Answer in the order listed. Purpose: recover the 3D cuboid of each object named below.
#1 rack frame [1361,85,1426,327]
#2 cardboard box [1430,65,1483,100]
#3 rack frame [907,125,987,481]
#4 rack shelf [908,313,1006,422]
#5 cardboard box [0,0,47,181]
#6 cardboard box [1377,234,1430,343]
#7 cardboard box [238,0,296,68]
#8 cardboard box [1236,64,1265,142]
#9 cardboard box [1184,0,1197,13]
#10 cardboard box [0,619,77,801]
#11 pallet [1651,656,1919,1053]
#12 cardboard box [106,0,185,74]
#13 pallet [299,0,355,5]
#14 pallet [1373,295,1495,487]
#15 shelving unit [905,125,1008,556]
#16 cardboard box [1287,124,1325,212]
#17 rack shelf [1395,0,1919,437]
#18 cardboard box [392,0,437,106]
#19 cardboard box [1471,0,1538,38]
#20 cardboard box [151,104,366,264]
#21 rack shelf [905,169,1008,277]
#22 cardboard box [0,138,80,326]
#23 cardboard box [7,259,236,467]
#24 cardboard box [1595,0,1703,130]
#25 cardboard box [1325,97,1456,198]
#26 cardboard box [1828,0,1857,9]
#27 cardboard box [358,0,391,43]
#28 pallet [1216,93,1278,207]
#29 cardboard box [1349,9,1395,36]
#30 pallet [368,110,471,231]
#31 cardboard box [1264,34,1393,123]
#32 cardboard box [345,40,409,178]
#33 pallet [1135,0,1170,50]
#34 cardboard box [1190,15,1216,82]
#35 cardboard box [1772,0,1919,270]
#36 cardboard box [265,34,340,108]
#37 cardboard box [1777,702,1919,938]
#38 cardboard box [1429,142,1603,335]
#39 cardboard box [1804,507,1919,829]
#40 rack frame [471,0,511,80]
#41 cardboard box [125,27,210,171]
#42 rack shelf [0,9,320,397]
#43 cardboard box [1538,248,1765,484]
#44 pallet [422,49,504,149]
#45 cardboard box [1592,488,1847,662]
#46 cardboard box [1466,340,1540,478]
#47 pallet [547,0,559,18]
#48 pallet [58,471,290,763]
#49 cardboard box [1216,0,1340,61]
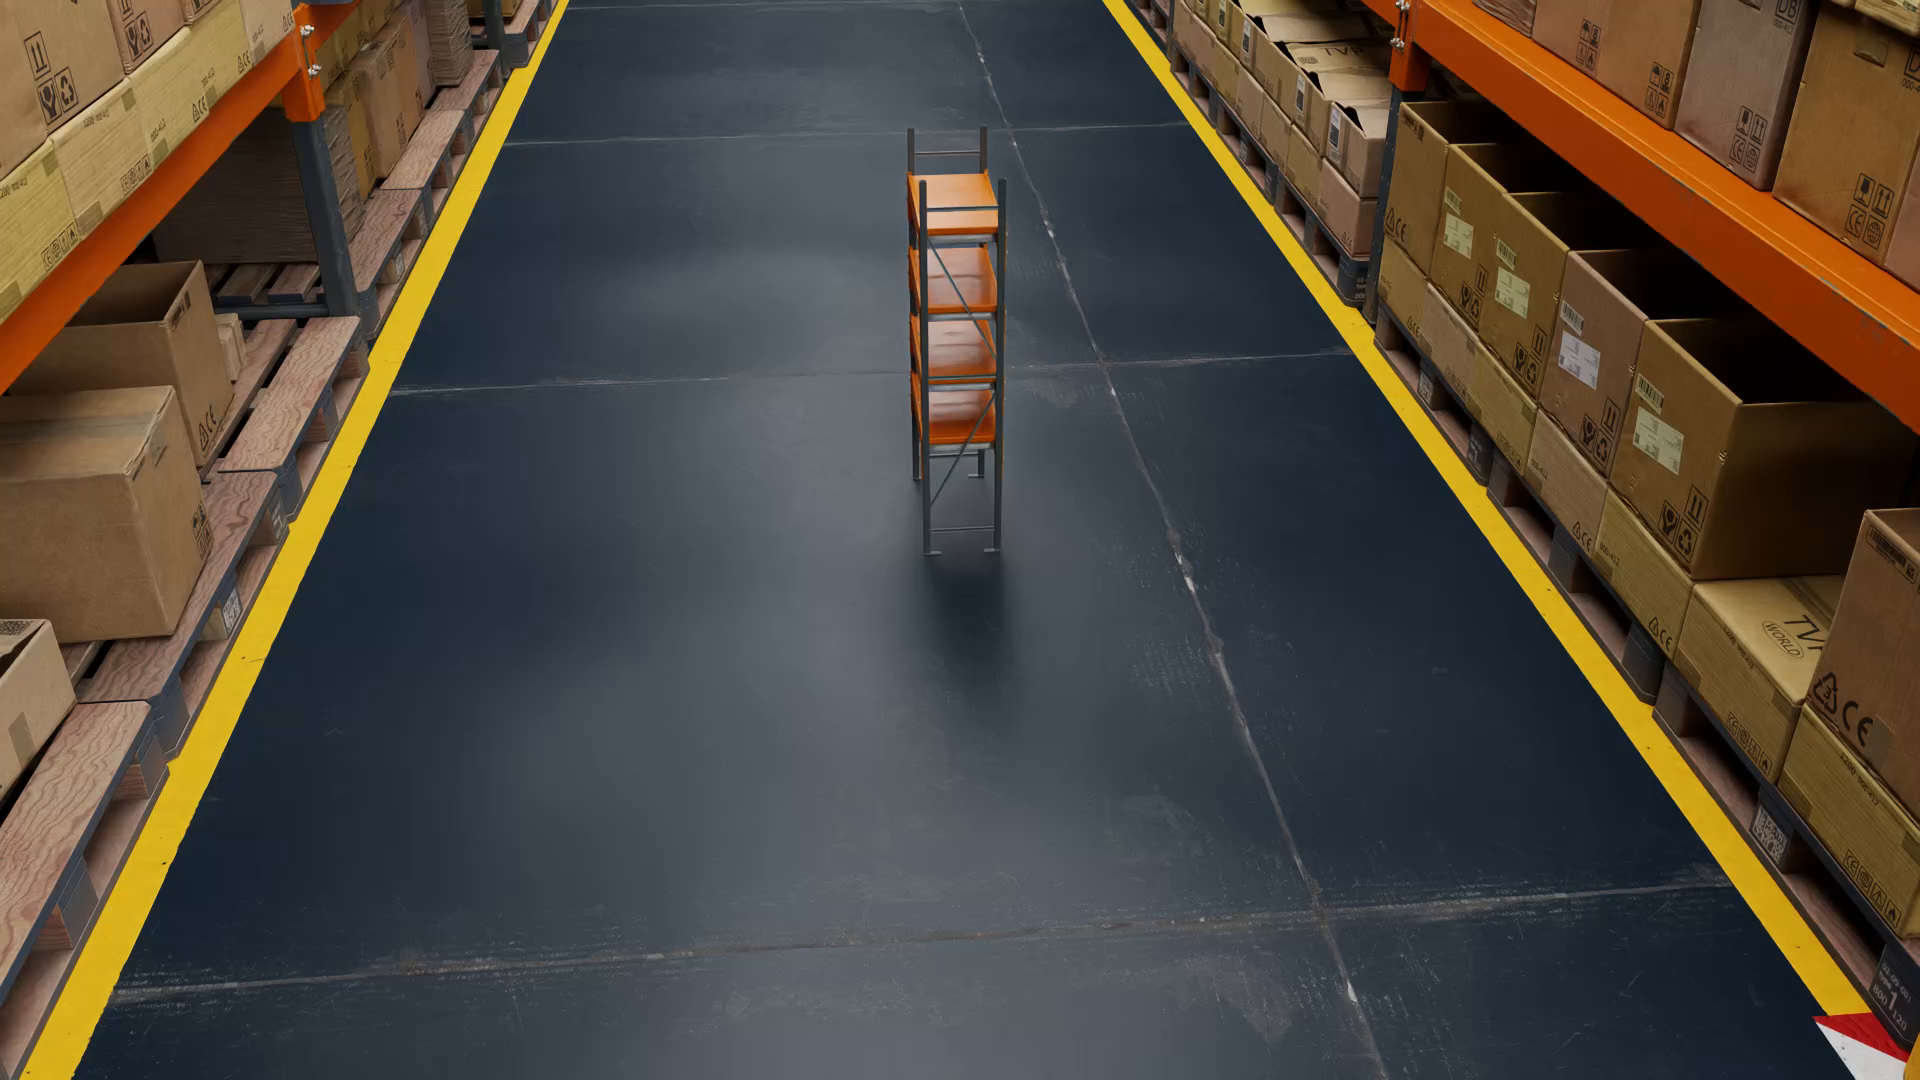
[{"bbox_3d":[2.143,-2.199,6.006,1.000,3.000,0.127,-3,31,-5],"label":"rack frame"},{"bbox_3d":[2.311,-1.918,7.261,0.500,0.311,0.500,-3,31,-5],"label":"cardboard box"},{"bbox_3d":[-0.038,-0.724,5.292,0.240,1.200,0.015,-3,31,-5],"label":"rack frame"},{"bbox_3d":[-0.015,-0.542,5.118,0.258,0.148,0.480,-3,31,-5],"label":"rack shelf"},{"bbox_3d":[-2.239,-0.959,3.325,0.500,0.500,0.500,-4,31,-6],"label":"cardboard box"},{"bbox_3d":[1.884,-0.948,6.183,0.500,0.250,0.500,-3,31,-5],"label":"cardboard box"},{"bbox_3d":[-2.443,-1.677,5.259,0.500,0.250,0.500,-3,31,-4],"label":"cardboard box"},{"bbox_3d":[1.675,-2.176,8.240,0.500,0.250,0.500,-2,31,-4],"label":"cardboard box"},{"bbox_3d":[1.525,-3.200,9.408,0.500,0.311,0.500,-2,31,-3],"label":"cardboard box"},{"bbox_3d":[-2.444,0.399,3.849,0.500,0.311,0.500,0,31,0],"label":"cardboard box"},{"bbox_3d":[2.403,0.652,3.953,1.003,0.211,1.213,-3,31,-5],"label":"pallet"},{"bbox_3d":[-2.348,-1.487,4.210,0.500,0.500,0.500,-4,31,-6],"label":"cardboard box"},{"bbox_3d":[-2.716,-2.275,6.320,1.003,0.211,1.213,-3,31,-5],"label":"pallet"},{"bbox_3d":[2.175,-0.594,6.038,1.003,0.211,1.213,-3,31,-5],"label":"pallet"},{"bbox_3d":[-0.015,-0.600,5.084,0.258,1.200,0.503,-3,31,-5],"label":"shelving unit"},{"bbox_3d":[1.770,-1.655,7.367,0.500,0.250,0.500,-3,31,-5],"label":"cardboard box"},{"bbox_3d":[2.330,-0.869,4.481,1.077,0.370,4.000,-3,31,-5],"label":"rack shelf"},{"bbox_3d":[-3.111,-2.484,8.492,0.700,0.500,0.500,-3,31,-5],"label":"cardboard box"},{"bbox_3d":[2.190,-2.016,5.602,0.700,0.500,0.500,-4,31,-6],"label":"cardboard box"},{"bbox_3d":[-2.874,-1.450,6.762,0.700,0.500,0.500,-2,31,-3],"label":"cardboard box"},{"bbox_3d":[-0.015,-0.937,4.882,0.258,0.148,0.480,-3,31,-5],"label":"rack shelf"},{"bbox_3d":[-2.249,-0.651,3.541,0.500,0.250,0.500,-3,31,-5],"label":"cardboard box"},{"bbox_3d":[-2.652,-0.548,5.250,0.500,0.500,0.500,-5,31,-8],"label":"cardboard box"},{"bbox_3d":[2.289,-1.490,4.722,0.700,0.500,0.500,-2,31,-4],"label":"cardboard box"},{"bbox_3d":[1.819,-1.633,6.783,0.500,0.311,0.500,-3,31,-5],"label":"cardboard box"},{"bbox_3d":[2.169,-1.325,3.813,0.380,0.149,0.250,-2,31,-3],"label":"cardboard box"},{"bbox_3d":[-3.000,-2.518,7.818,0.500,0.250,0.500,-3,31,-5],"label":"cardboard box"},{"bbox_3d":[1.918,-2.000,8.393,1.003,0.211,1.213,-3,31,-5],"label":"pallet"},{"bbox_3d":[2.207,-2.447,8.147,0.500,0.311,0.500,-2,31,-3],"label":"cardboard box"},{"bbox_3d":[-2.980,-1.784,8.031,1.003,0.211,1.213,-3,31,-5],"label":"pallet"},{"bbox_3d":[1.720,-2.153,7.654,0.500,0.311,0.500,-3,31,-5],"label":"cardboard box"},{"bbox_3d":[-2.980,-1.974,7.639,0.700,0.500,0.500,-2,31,-4],"label":"cardboard box"},{"bbox_3d":[1.737,-3.427,10.782,1.003,0.211,1.213,-3,31,-5],"label":"pallet"},{"bbox_3d":[1.573,-2.703,9.122,0.500,0.250,0.500,-4,31,-6],"label":"cardboard box"},{"bbox_3d":[2.391,-0.960,3.835,0.700,0.500,0.500,-3,31,-4],"label":"cardboard box"},{"bbox_3d":[-2.919,-1.997,6.946,0.500,0.250,0.500,-3,31,-6],"label":"cardboard box"},{"bbox_3d":[2.172,0.584,3.619,0.500,0.250,0.500,-3,31,-5],"label":"cardboard box"},{"bbox_3d":[1.929,-1.014,5.563,0.500,0.500,0.500,-3,31,-5],"label":"cardboard box"},{"bbox_3d":[2.170,0.262,3.427,0.500,0.500,0.500,-3,31,-5],"label":"cardboard box"},{"bbox_3d":[-3.163,-4.002,9.025,1.000,3.000,0.127,-3,31,-5],"label":"rack frame"},{"bbox_3d":[-2.342,-1.166,4.403,0.500,0.250,0.500,-3,31,-5],"label":"cardboard box"},{"bbox_3d":[-2.602,-0.630,4.081,1.077,0.370,4.000,-3,31,-5],"label":"rack shelf"},{"bbox_3d":[2.017,-0.503,4.708,0.500,0.500,0.500,-3,31,-5],"label":"cardboard box"},{"bbox_3d":[-3.091,-2.406,9.072,1.003,0.211,1.213,-3,31,-5],"label":"pallet"},{"bbox_3d":[2.065,0.074,4.473,0.500,0.250,0.500,-3,31,-5],"label":"cardboard box"},{"bbox_3d":[1.967,-0.436,5.327,0.500,0.250,0.500,-3,31,-5],"label":"cardboard box"},{"bbox_3d":[-3.272,-3.832,11.460,1.003,0.211,1.213,-3,31,-5],"label":"pallet"},{"bbox_3d":[-2.574,0.203,4.704,1.003,0.211,1.213,-3,31,-5],"label":"pallet"},{"bbox_3d":[1.628,-2.672,8.523,0.500,0.311,0.500,-4,31,-6],"label":"cardboard box"}]
